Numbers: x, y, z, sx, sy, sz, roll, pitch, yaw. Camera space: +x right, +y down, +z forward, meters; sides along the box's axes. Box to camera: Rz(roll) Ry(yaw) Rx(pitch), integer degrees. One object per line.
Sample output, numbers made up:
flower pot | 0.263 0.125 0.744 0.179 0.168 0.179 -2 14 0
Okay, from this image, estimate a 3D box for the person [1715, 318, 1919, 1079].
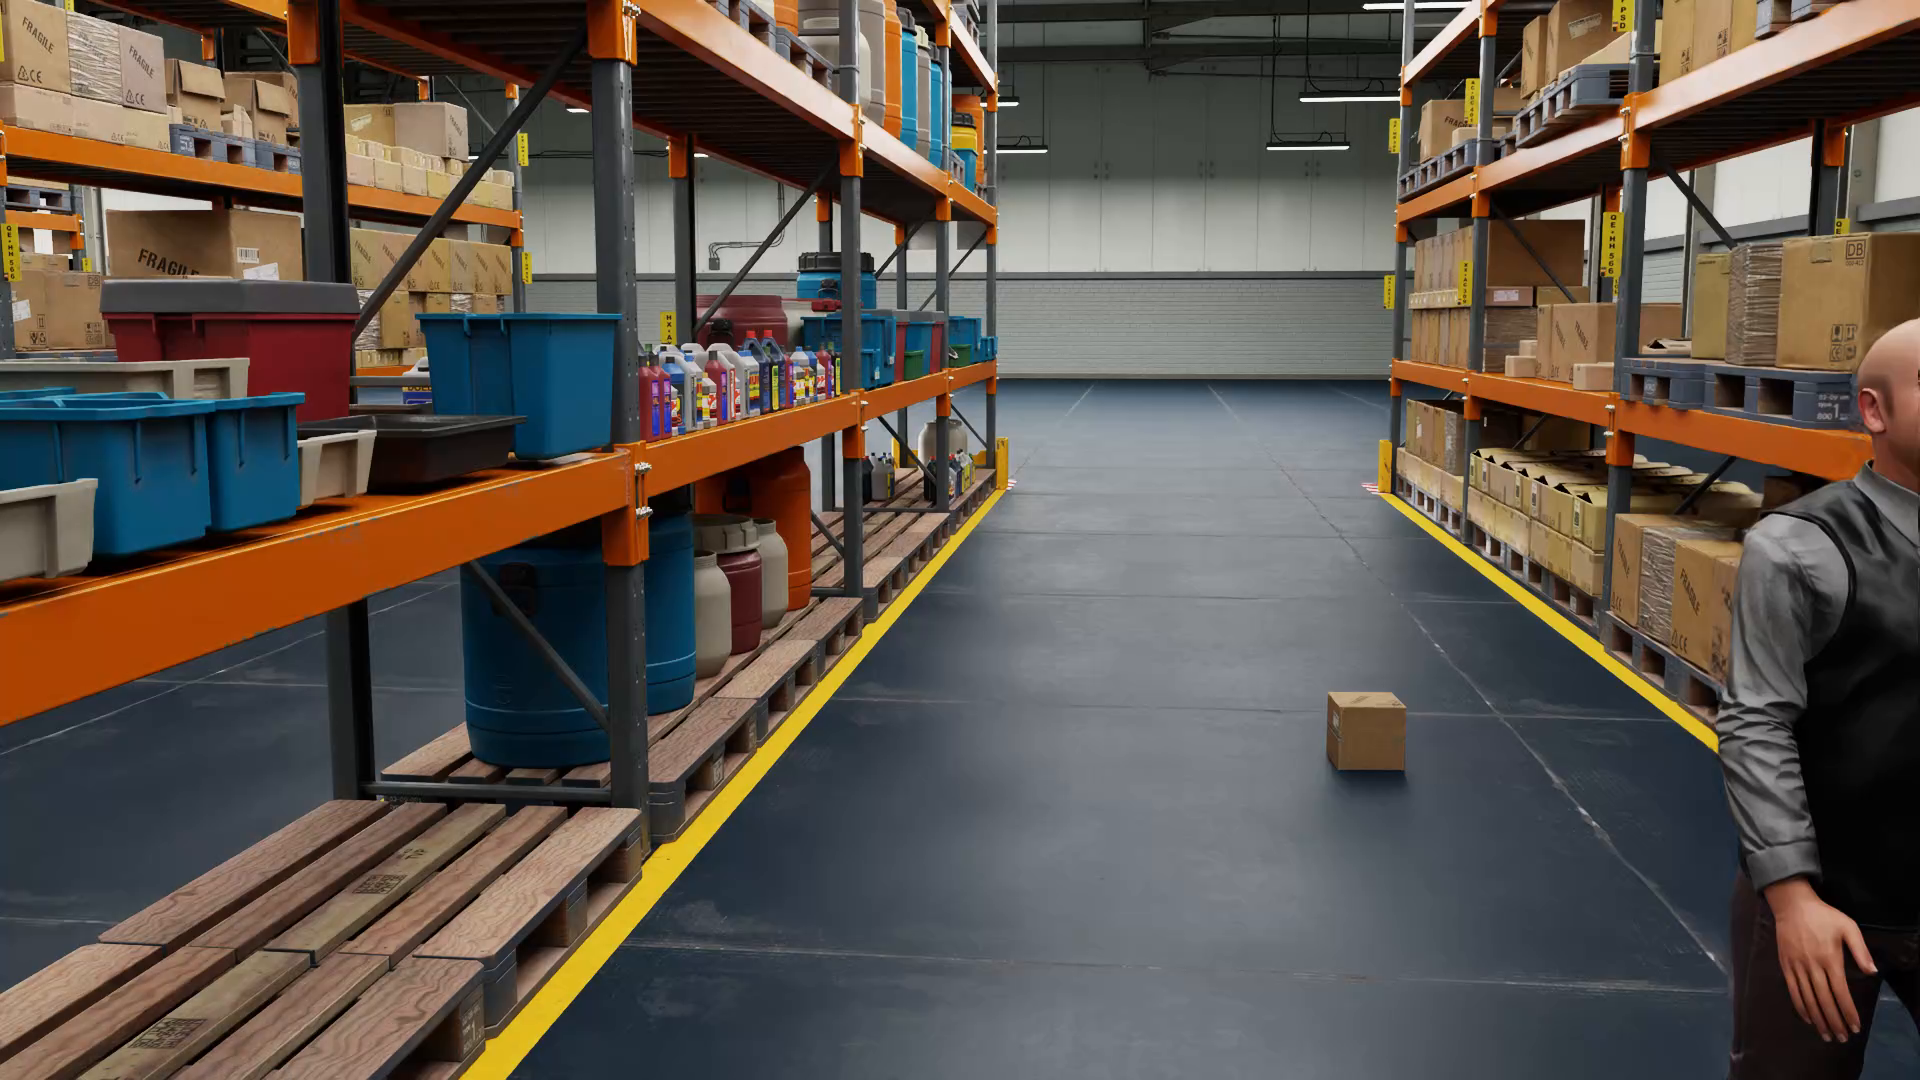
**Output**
person | 1.343 0.525 2.315 0.556 1.658 1.024 0 8 4
